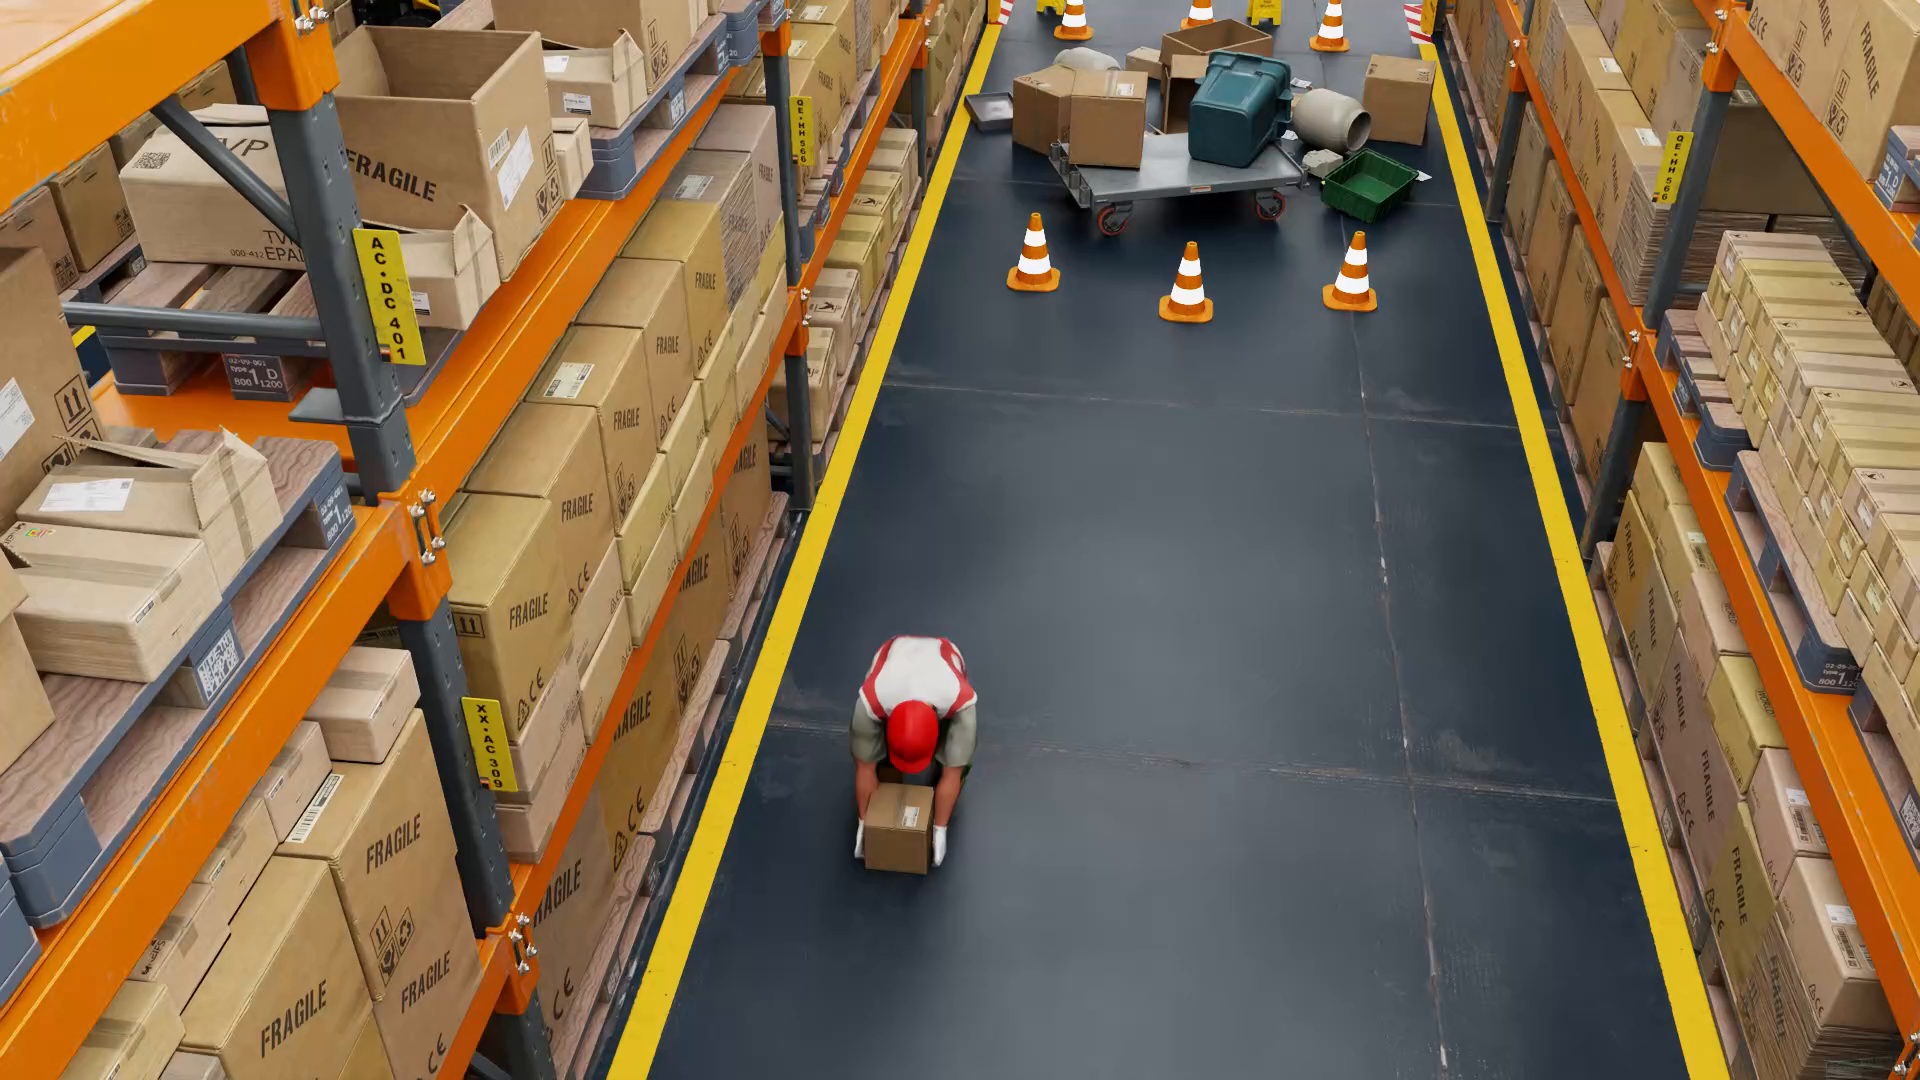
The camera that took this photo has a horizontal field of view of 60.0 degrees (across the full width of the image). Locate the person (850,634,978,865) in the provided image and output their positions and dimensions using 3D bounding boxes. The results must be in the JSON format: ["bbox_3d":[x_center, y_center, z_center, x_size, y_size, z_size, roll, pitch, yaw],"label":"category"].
[{"bbox_3d":[-0.184,0.790,6.825,0.542,0.874,0.910,4,36,6],"label":"person"}]
